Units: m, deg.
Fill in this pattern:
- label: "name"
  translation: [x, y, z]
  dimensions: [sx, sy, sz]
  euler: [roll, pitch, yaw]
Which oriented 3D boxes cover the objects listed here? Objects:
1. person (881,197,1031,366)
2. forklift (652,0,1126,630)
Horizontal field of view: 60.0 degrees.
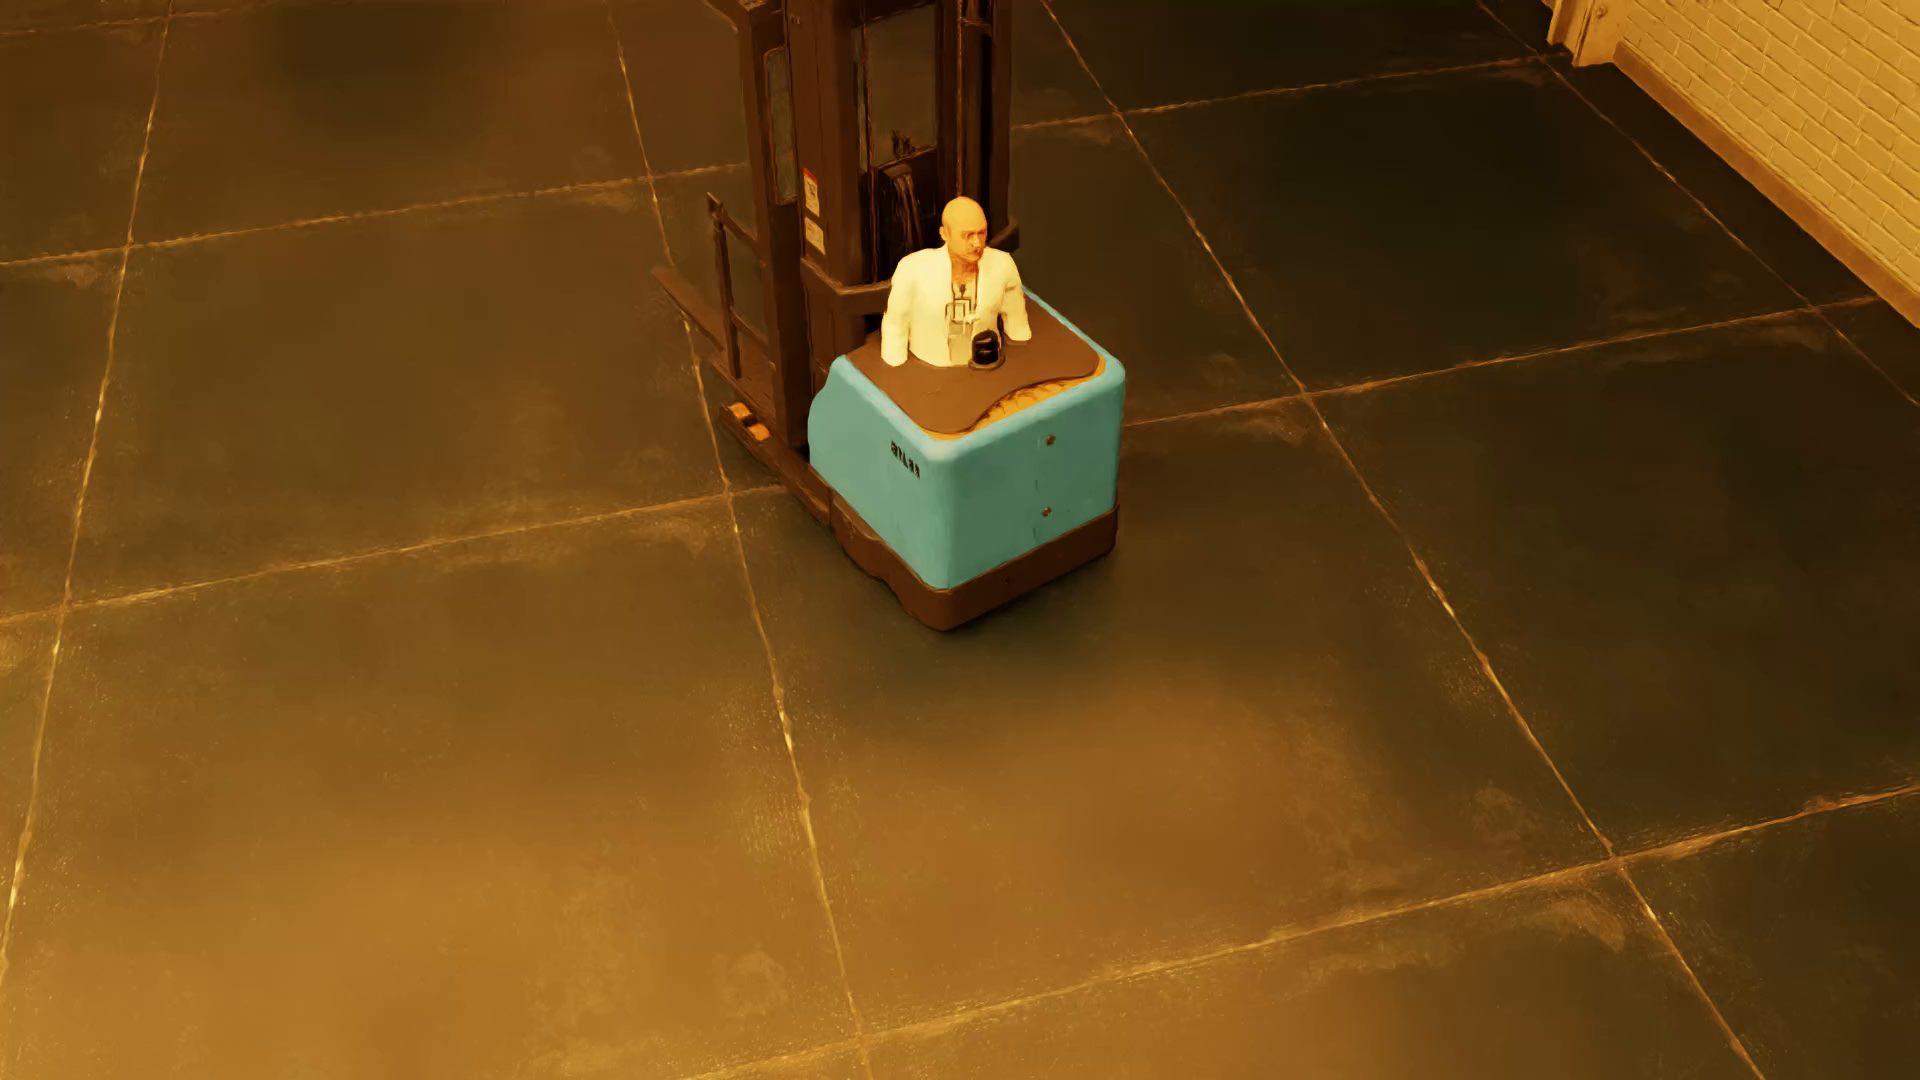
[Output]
- label: "person"
  translation: [0.019, -0.590, 7.099]
  dimensions: [0.694, 1.776, 0.579]
  euler: [-10, 44, -11]
- label: "forklift"
  translation: [-0.534, -1.651, 7.392]
  dimensions: [1.130, 2.935, 3.031]
  euler: [-26, 49, -25]
